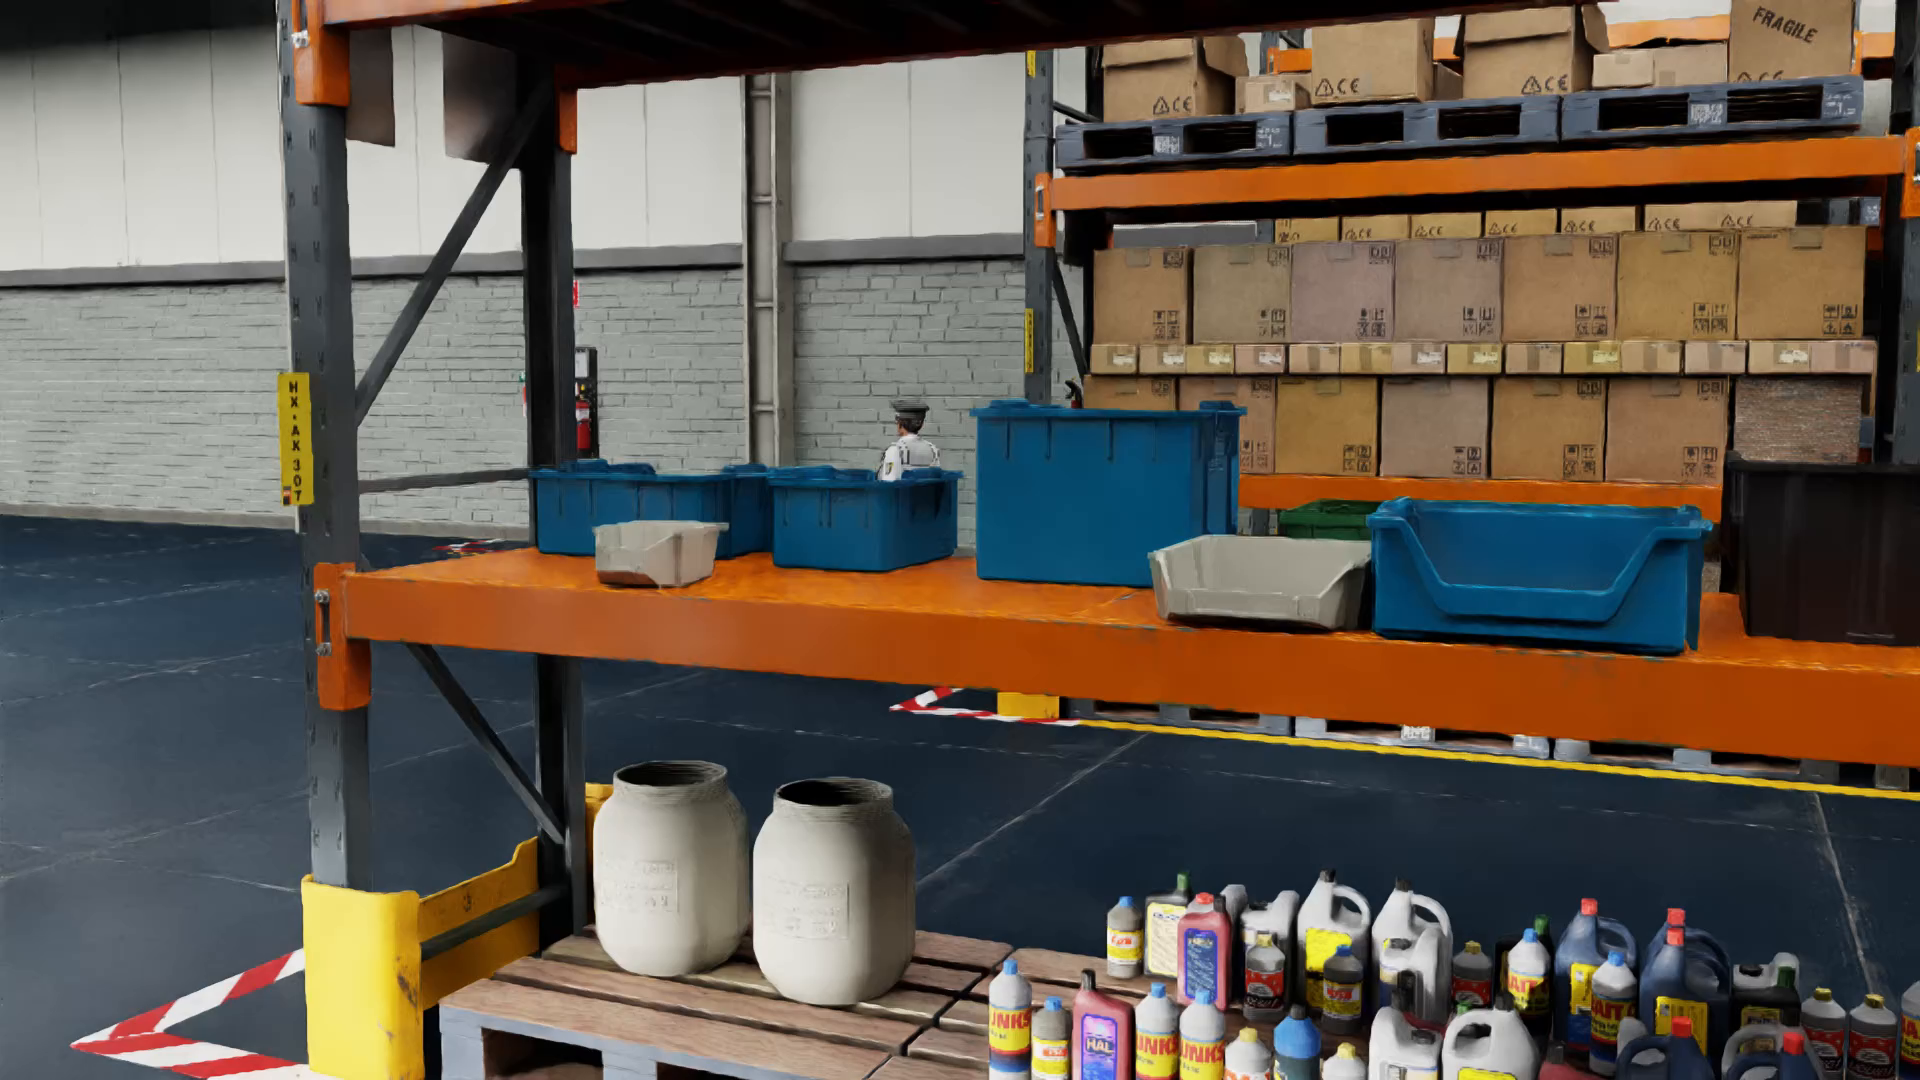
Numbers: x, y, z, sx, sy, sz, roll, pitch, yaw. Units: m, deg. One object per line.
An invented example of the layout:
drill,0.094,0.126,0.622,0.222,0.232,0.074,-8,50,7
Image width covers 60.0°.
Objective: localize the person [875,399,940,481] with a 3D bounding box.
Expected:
person,-0.401,-0.098,10.756,0.557,1.615,0.940,-4,7,-38
